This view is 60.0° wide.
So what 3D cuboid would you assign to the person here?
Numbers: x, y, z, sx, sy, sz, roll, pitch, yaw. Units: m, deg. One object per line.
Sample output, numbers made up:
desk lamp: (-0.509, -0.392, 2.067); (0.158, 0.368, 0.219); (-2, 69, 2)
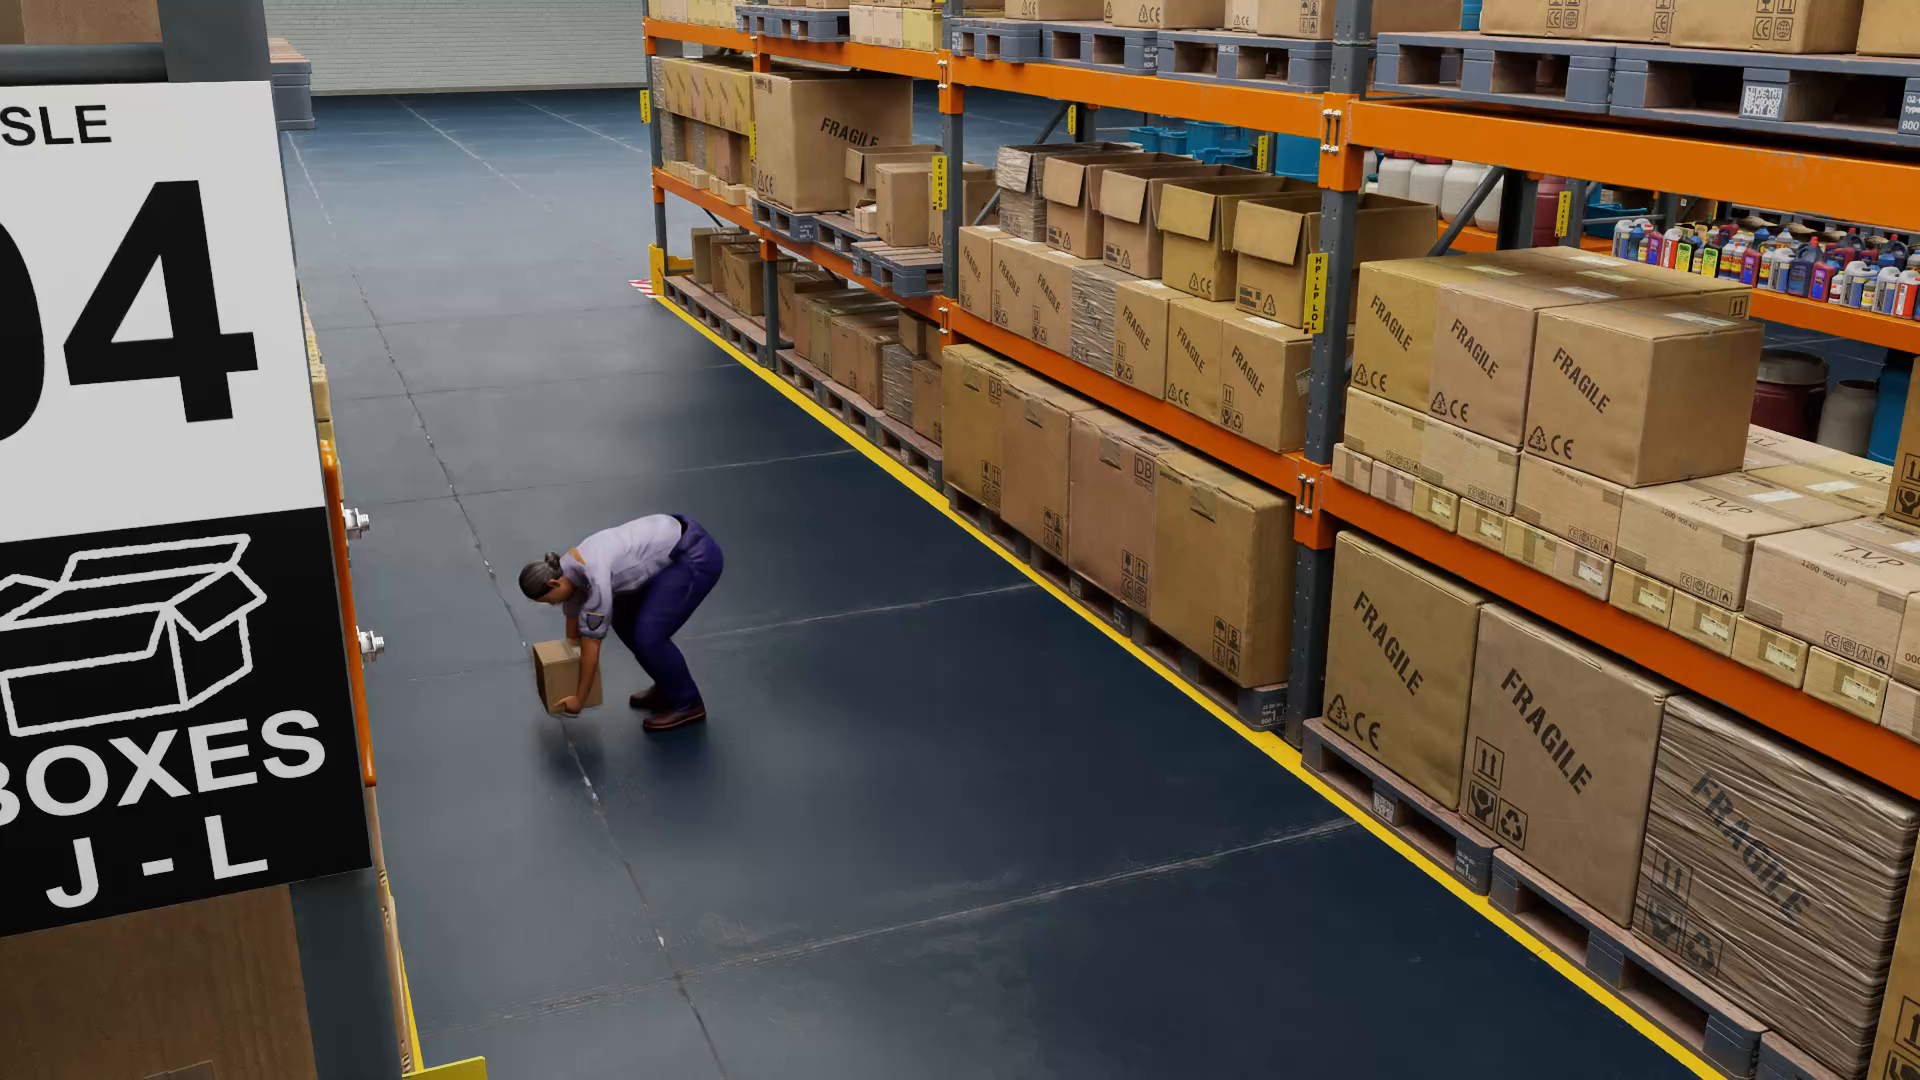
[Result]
person: (-1.525, 0.383, 7.560); (0.907, 0.945, 0.503); (-9, 21, -24)
